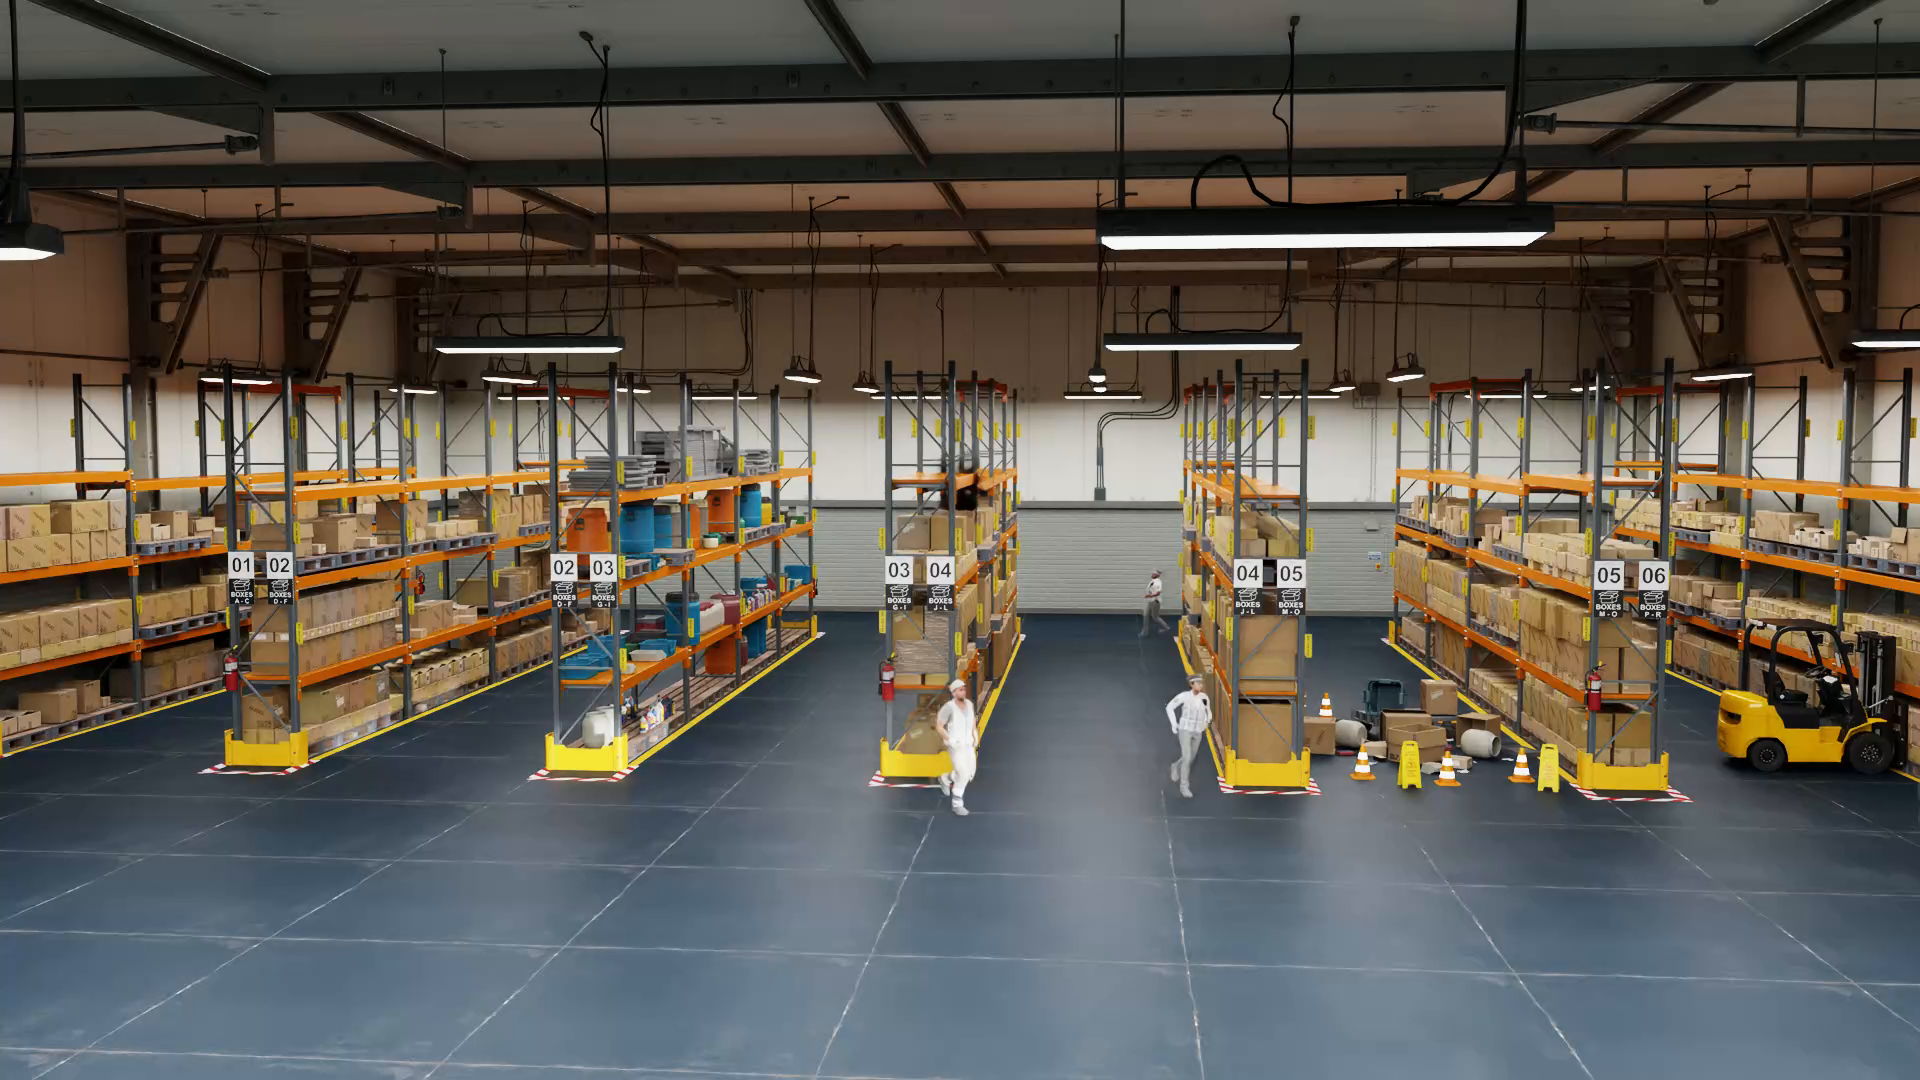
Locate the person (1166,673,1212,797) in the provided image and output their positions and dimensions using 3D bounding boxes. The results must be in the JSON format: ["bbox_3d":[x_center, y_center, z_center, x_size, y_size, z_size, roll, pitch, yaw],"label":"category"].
[{"bbox_3d":[3.195,2.674,23.099,0.652,1.685,0.814,-1,4,-17],"label":"person"}]

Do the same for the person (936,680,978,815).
[{"bbox_3d":[-0.060,2.698,21.875,0.678,1.761,0.667,-3,5,-41],"label":"person"}]

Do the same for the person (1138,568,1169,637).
[{"bbox_3d":[4.755,1.521,40.361,0.804,1.699,0.596,-1,4,-18],"label":"person"}]
